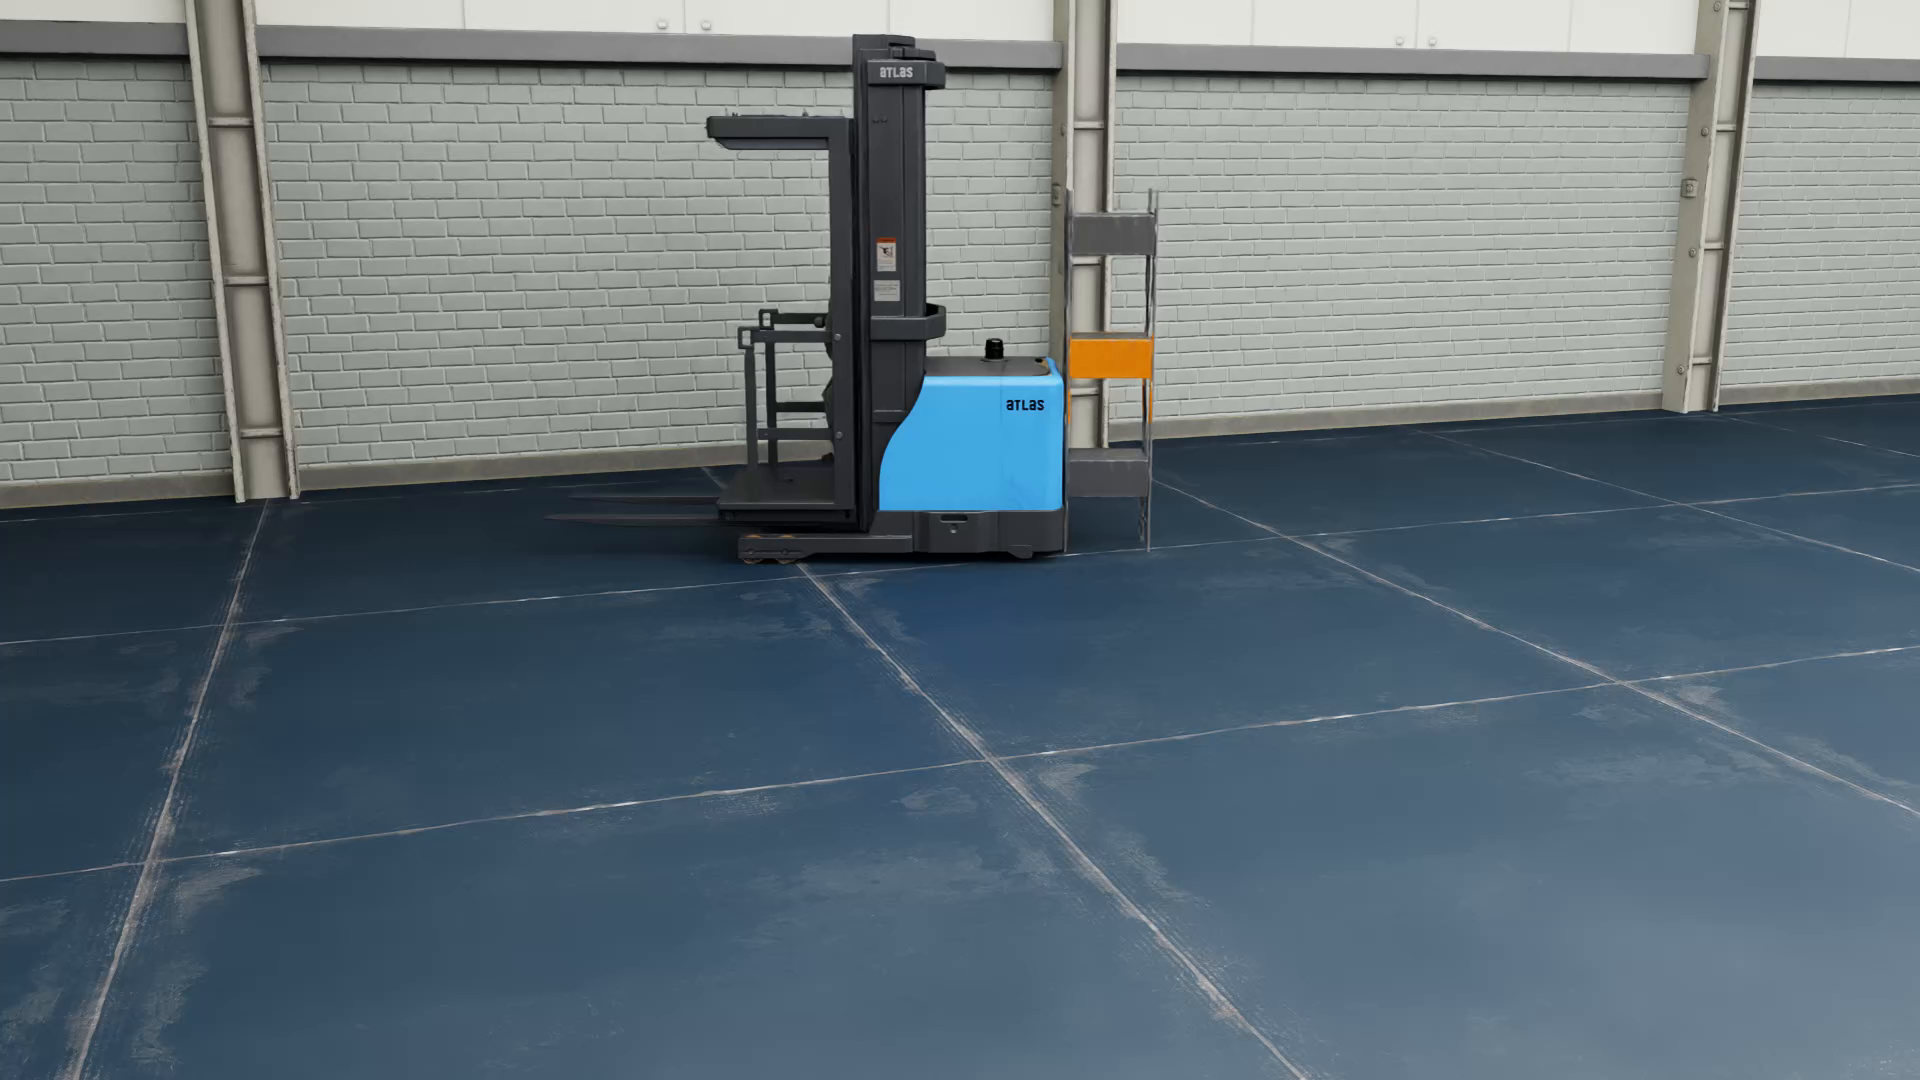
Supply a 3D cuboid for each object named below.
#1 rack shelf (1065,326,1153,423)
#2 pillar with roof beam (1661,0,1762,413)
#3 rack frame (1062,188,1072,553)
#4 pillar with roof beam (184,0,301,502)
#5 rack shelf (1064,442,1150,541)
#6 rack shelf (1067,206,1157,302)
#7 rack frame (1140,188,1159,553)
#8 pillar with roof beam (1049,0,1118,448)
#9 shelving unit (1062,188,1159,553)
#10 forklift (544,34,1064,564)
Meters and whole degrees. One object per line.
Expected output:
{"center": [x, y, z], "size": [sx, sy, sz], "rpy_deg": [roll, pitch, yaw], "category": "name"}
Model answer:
{"center": [0.867, -0.976, 9.766], "size": [0.480, 0.518, 0.431], "rpy_deg": [0, 13, 0], "category": "rack shelf"}
{"center": [8.002, -4.621, 10.123], "size": [0.400, 9.000, 9.100], "rpy_deg": [-4, 14, -18], "category": "pillar with roof beam"}
{"center": [0.623, -0.989, 9.763], "size": [0.015, 2.100, 0.400], "rpy_deg": [0, 13, 0], "category": "rack frame"}
{"center": [-3.371, -3.735, 6.399], "size": [0.400, 9.000, 9.100], "rpy_deg": [-4, 14, -18], "category": "pillar with roof beam"}
{"center": [0.867, -0.295, 9.928], "size": [0.480, 0.518, 0.431], "rpy_deg": [0, 13, 0], "category": "rack shelf"}
{"center": [0.867, -1.657, 9.604], "size": [0.480, 0.518, 0.431], "rpy_deg": [0, 13, 0], "category": "rack shelf"}
{"center": [1.111, -0.989, 9.762], "size": [0.015, 2.100, 0.400], "rpy_deg": [0, 13, 0], "category": "rack frame"}
{"center": [2.316, -4.178, 8.261], "size": [0.400, 9.000, 9.100], "rpy_deg": [-4, 14, -18], "category": "pillar with roof beam"}
{"center": [0.867, -0.989, 9.763], "size": [0.503, 2.100, 0.431], "rpy_deg": [0, 13, 0], "category": "shelving unit"}
{"center": [-0.913, -1.411, 9.741], "size": [3.031, 2.935, 1.130], "rpy_deg": [0, 13, 0], "category": "forklift"}
